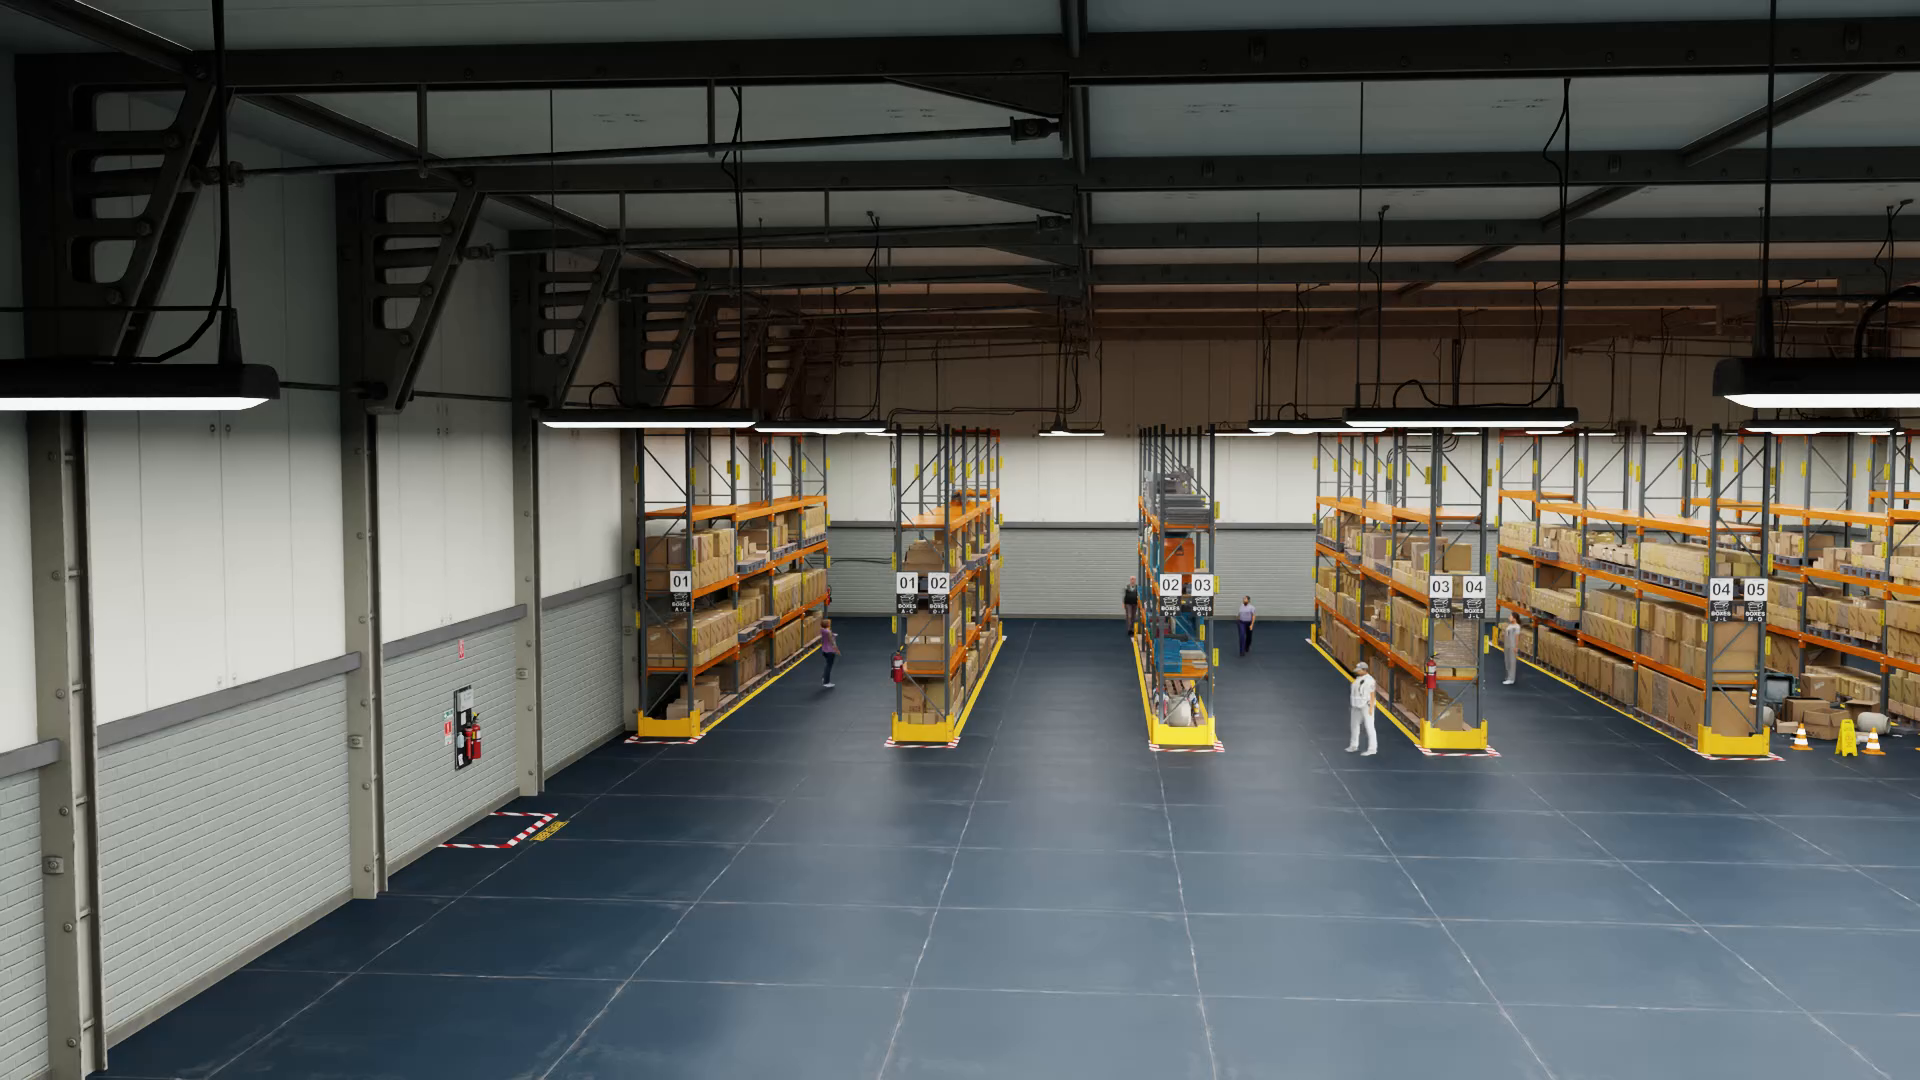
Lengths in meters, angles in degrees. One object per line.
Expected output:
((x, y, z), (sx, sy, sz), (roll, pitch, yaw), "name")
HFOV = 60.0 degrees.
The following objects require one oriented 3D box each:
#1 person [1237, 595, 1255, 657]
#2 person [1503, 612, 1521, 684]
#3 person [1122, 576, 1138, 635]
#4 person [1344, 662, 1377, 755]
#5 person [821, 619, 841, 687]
((7.537, 2.251, 43.868), (0.462, 1.594, 0.952), (0, 3, 0), "person")
((12.882, 2.528, 38.949), (0.565, 1.668, 0.447), (-2, 4, -31), "person")
((5.066, 1.914, 48.592), (0.539, 1.707, 0.694), (-1, 4, -16), "person")
((7.301, 3.049, 30.283), (0.435, 1.664, 0.569), (-2, 4, -32), "person")
((-2.991, 2.601, 38.267), (0.460, 1.601, 0.446), (3, 5, 42), "person")
